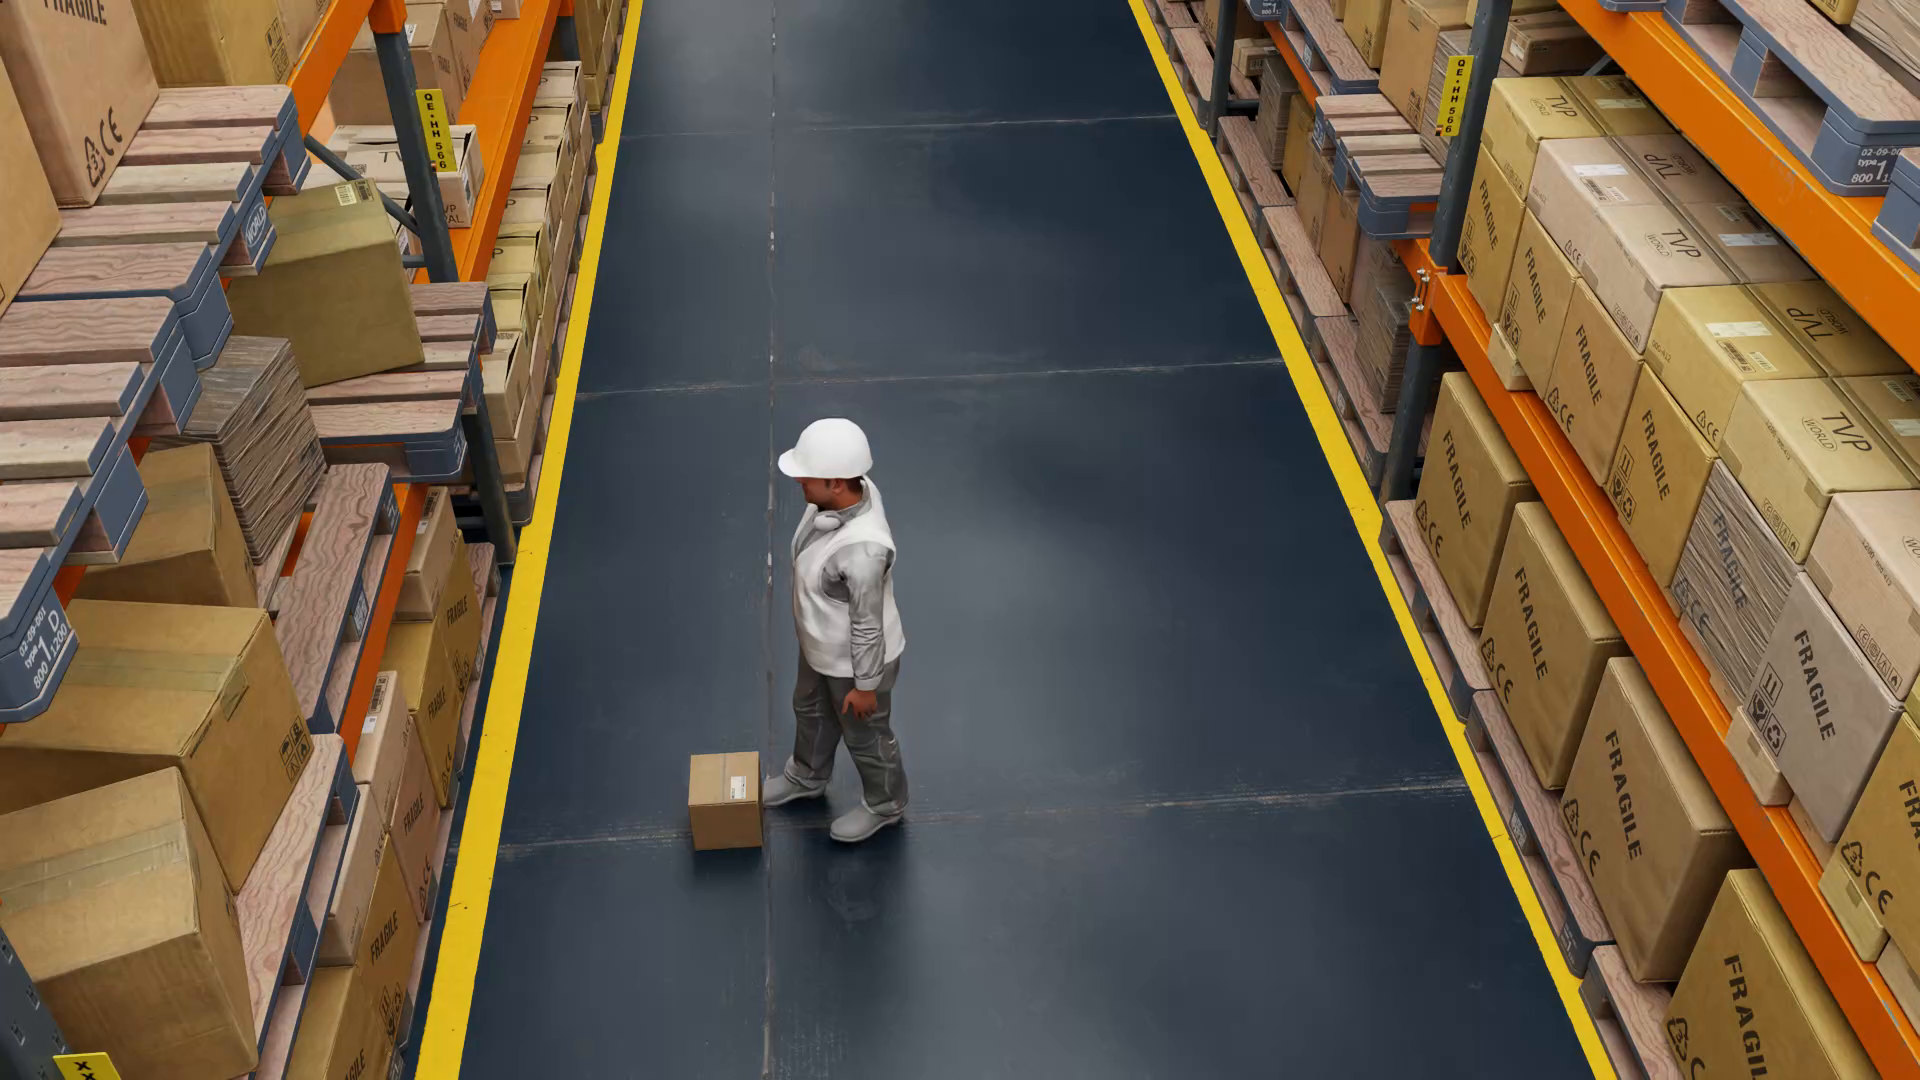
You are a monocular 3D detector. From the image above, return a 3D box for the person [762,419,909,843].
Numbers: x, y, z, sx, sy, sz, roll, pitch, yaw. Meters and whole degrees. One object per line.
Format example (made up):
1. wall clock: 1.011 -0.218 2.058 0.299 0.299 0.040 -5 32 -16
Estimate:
1. person: -0.474 0.365 5.677 0.572 1.783 0.573 -10 40 -12
